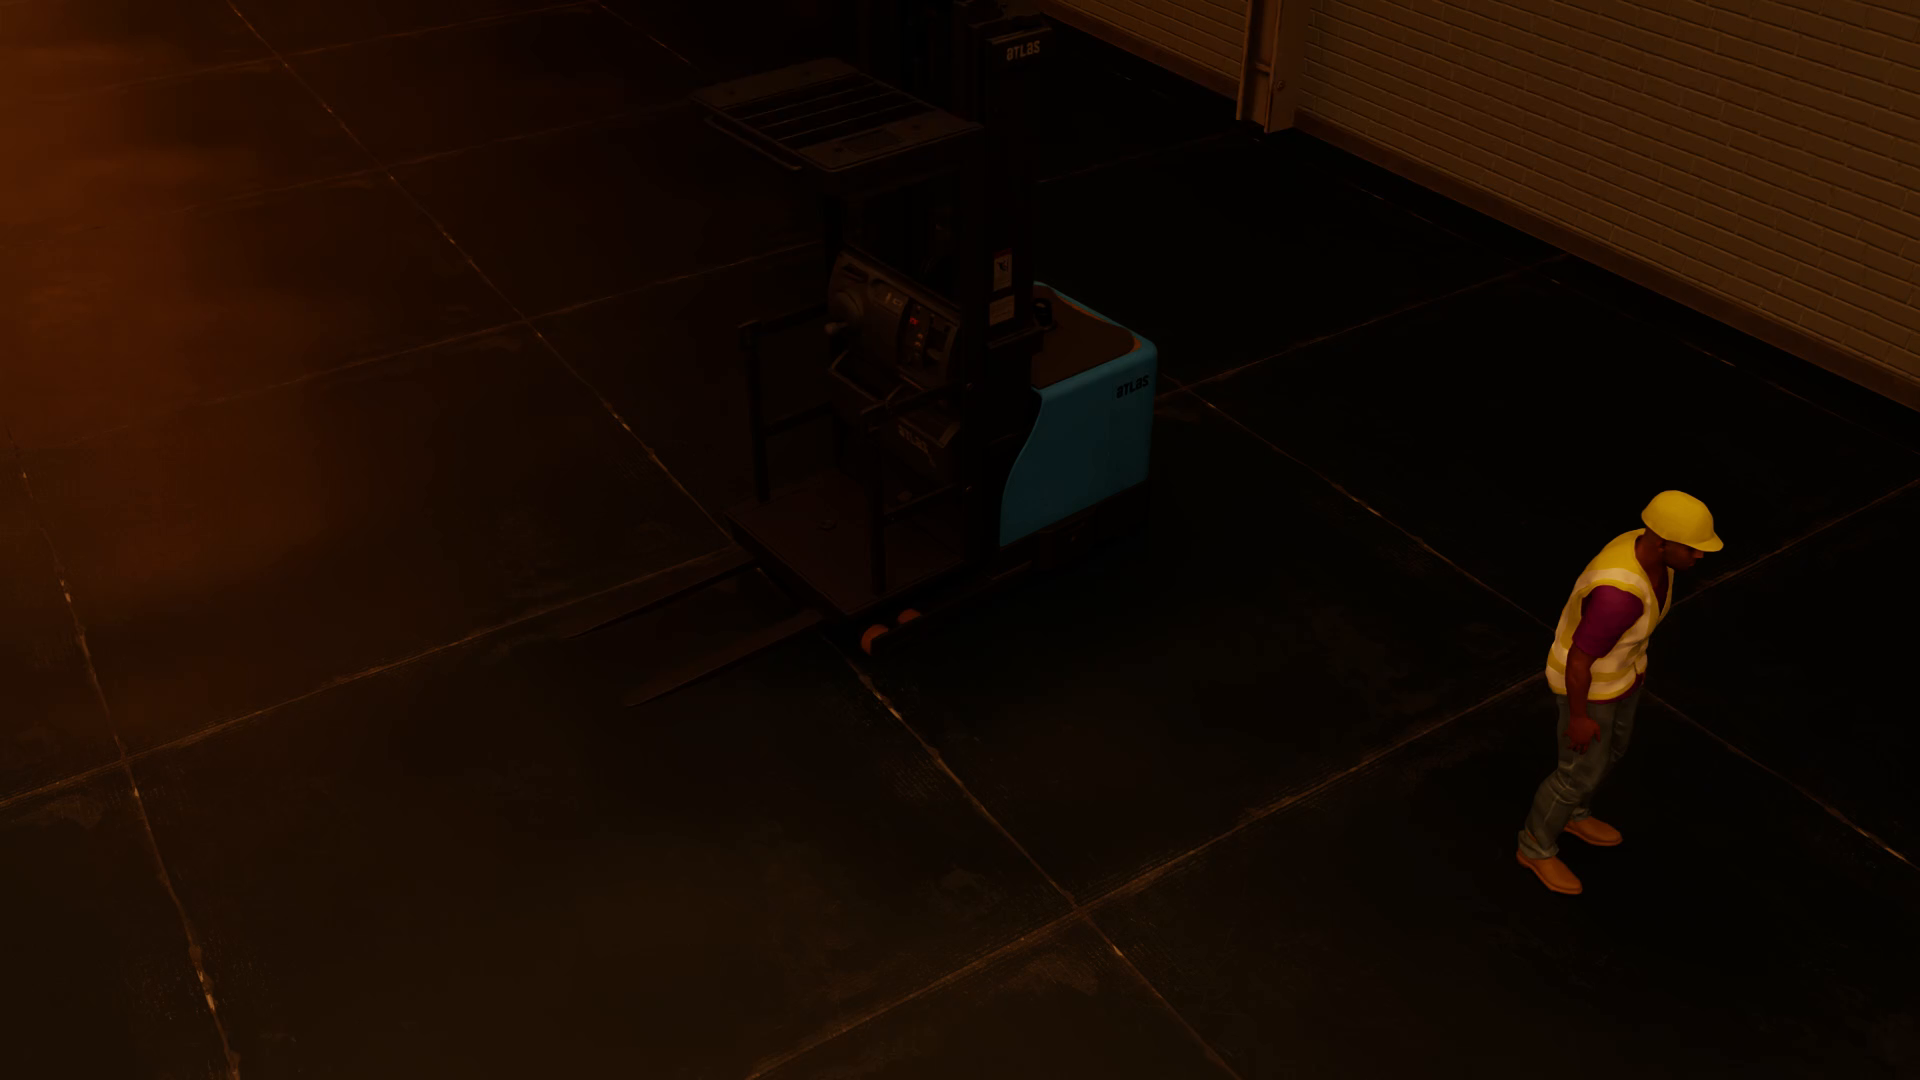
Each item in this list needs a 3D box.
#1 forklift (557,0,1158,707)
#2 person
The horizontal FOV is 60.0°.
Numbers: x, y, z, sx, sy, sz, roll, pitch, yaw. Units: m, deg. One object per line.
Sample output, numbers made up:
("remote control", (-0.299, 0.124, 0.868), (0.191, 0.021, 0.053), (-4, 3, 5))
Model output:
("forklift", (-0.475, -0.977, 7.538), (3.031, 2.935, 1.130), (-24, 42, -30))
("person", (2.497, 0.549, 6.389), (0.461, 1.759, 0.626), (27, 43, 33))
